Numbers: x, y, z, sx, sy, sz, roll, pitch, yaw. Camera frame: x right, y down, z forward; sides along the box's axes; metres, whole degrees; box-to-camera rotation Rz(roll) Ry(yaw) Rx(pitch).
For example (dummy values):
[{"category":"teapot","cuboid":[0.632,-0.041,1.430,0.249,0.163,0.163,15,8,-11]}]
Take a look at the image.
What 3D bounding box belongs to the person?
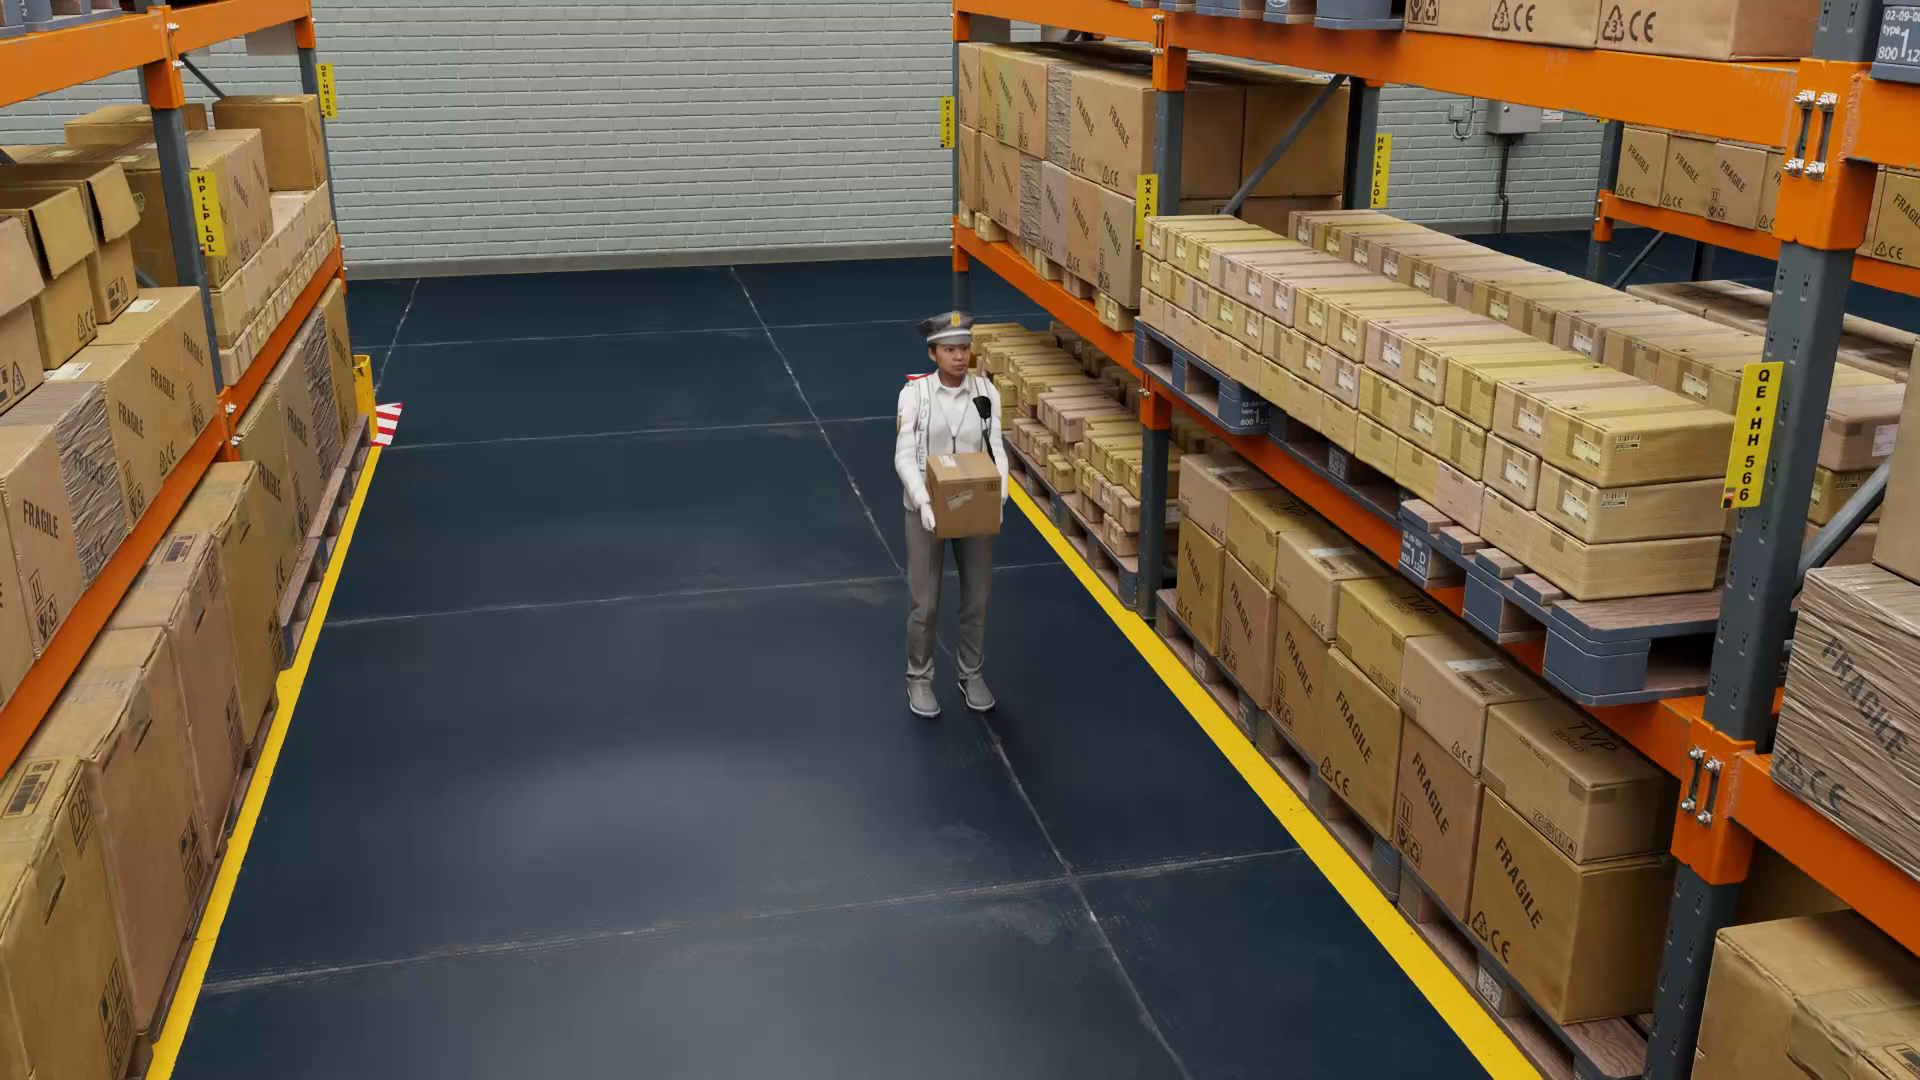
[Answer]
[{"category":"person","cuboid":[-0.030,-0.087,6.780,0.459,1.686,0.562,-4,20,-12]}]
